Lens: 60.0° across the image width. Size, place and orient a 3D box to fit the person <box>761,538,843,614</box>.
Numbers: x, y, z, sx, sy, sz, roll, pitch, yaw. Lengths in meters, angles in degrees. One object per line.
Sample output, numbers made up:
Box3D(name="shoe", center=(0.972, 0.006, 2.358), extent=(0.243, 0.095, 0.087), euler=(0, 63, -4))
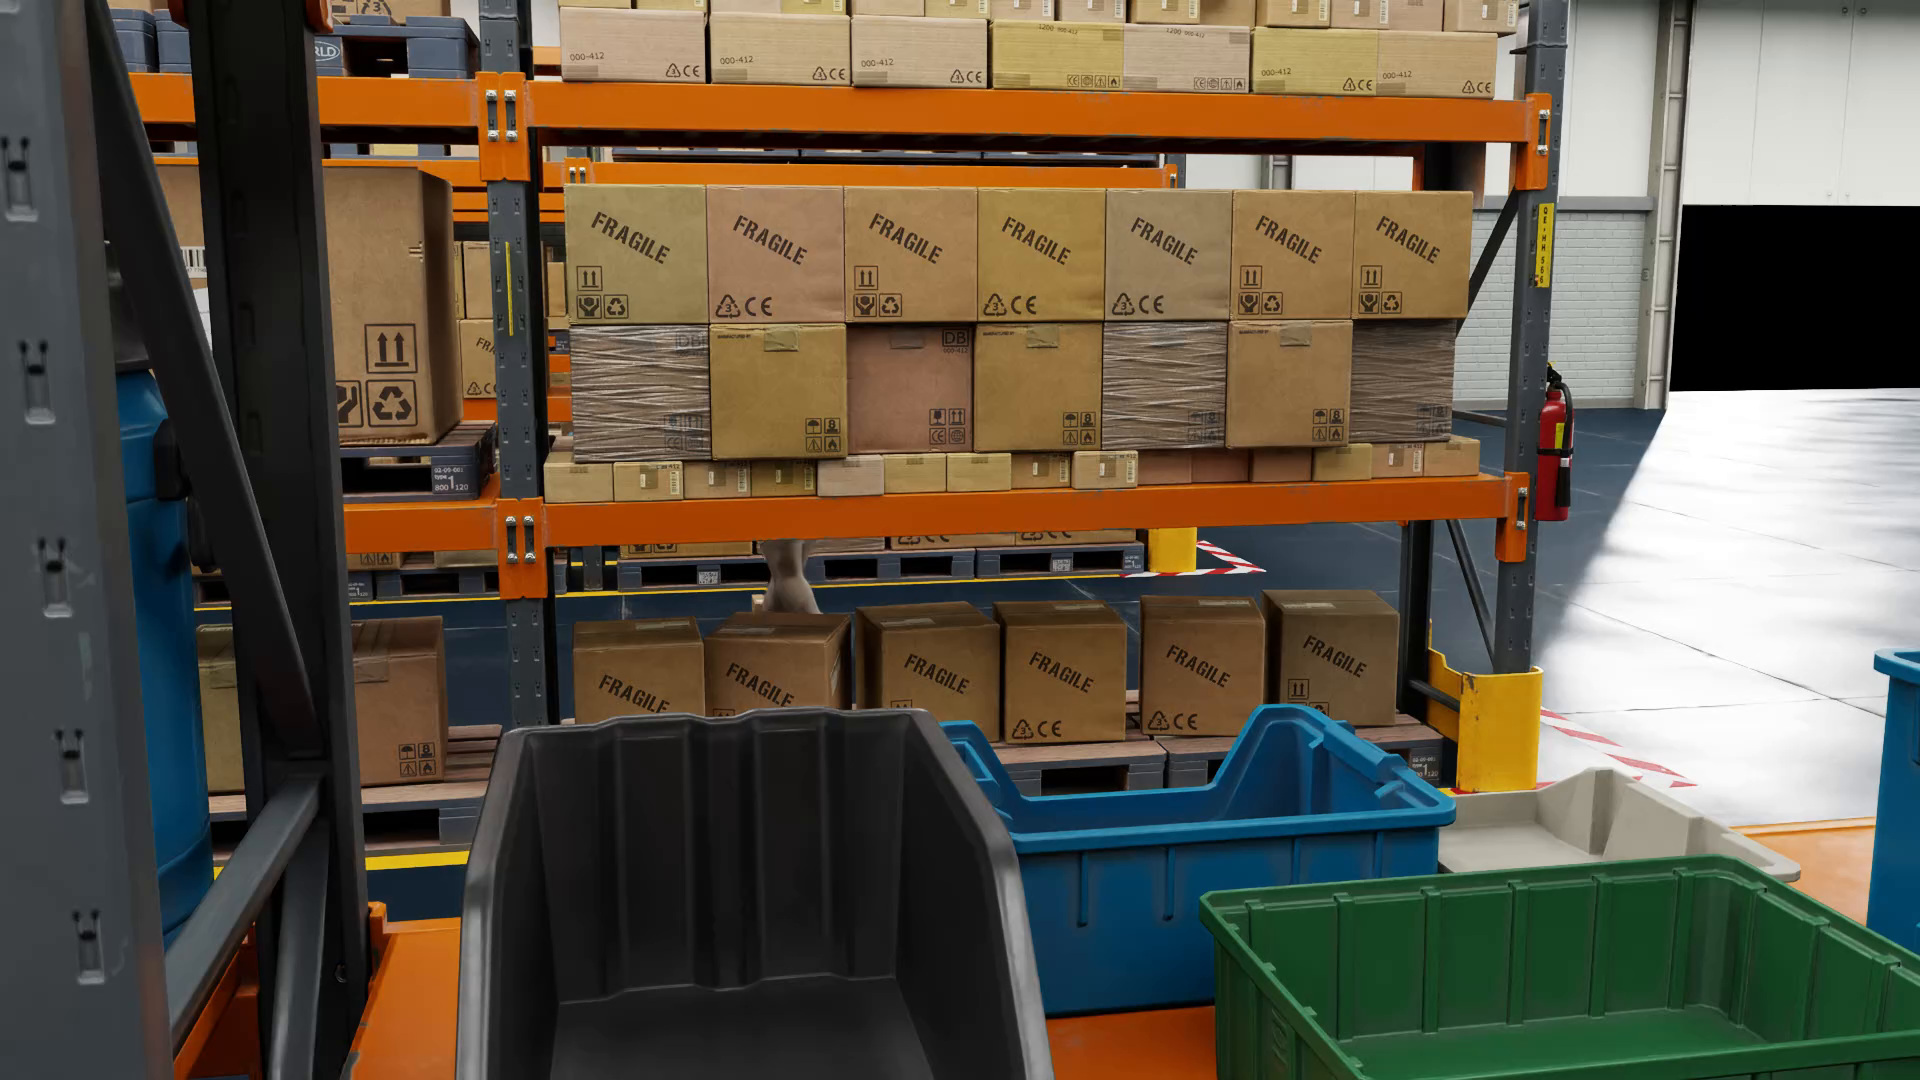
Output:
Box3D(name="person", center=(-0.924, -0.197, 8.956), extent=(0.586, 1.623, 0.748), euler=(-8, 13, -40))
